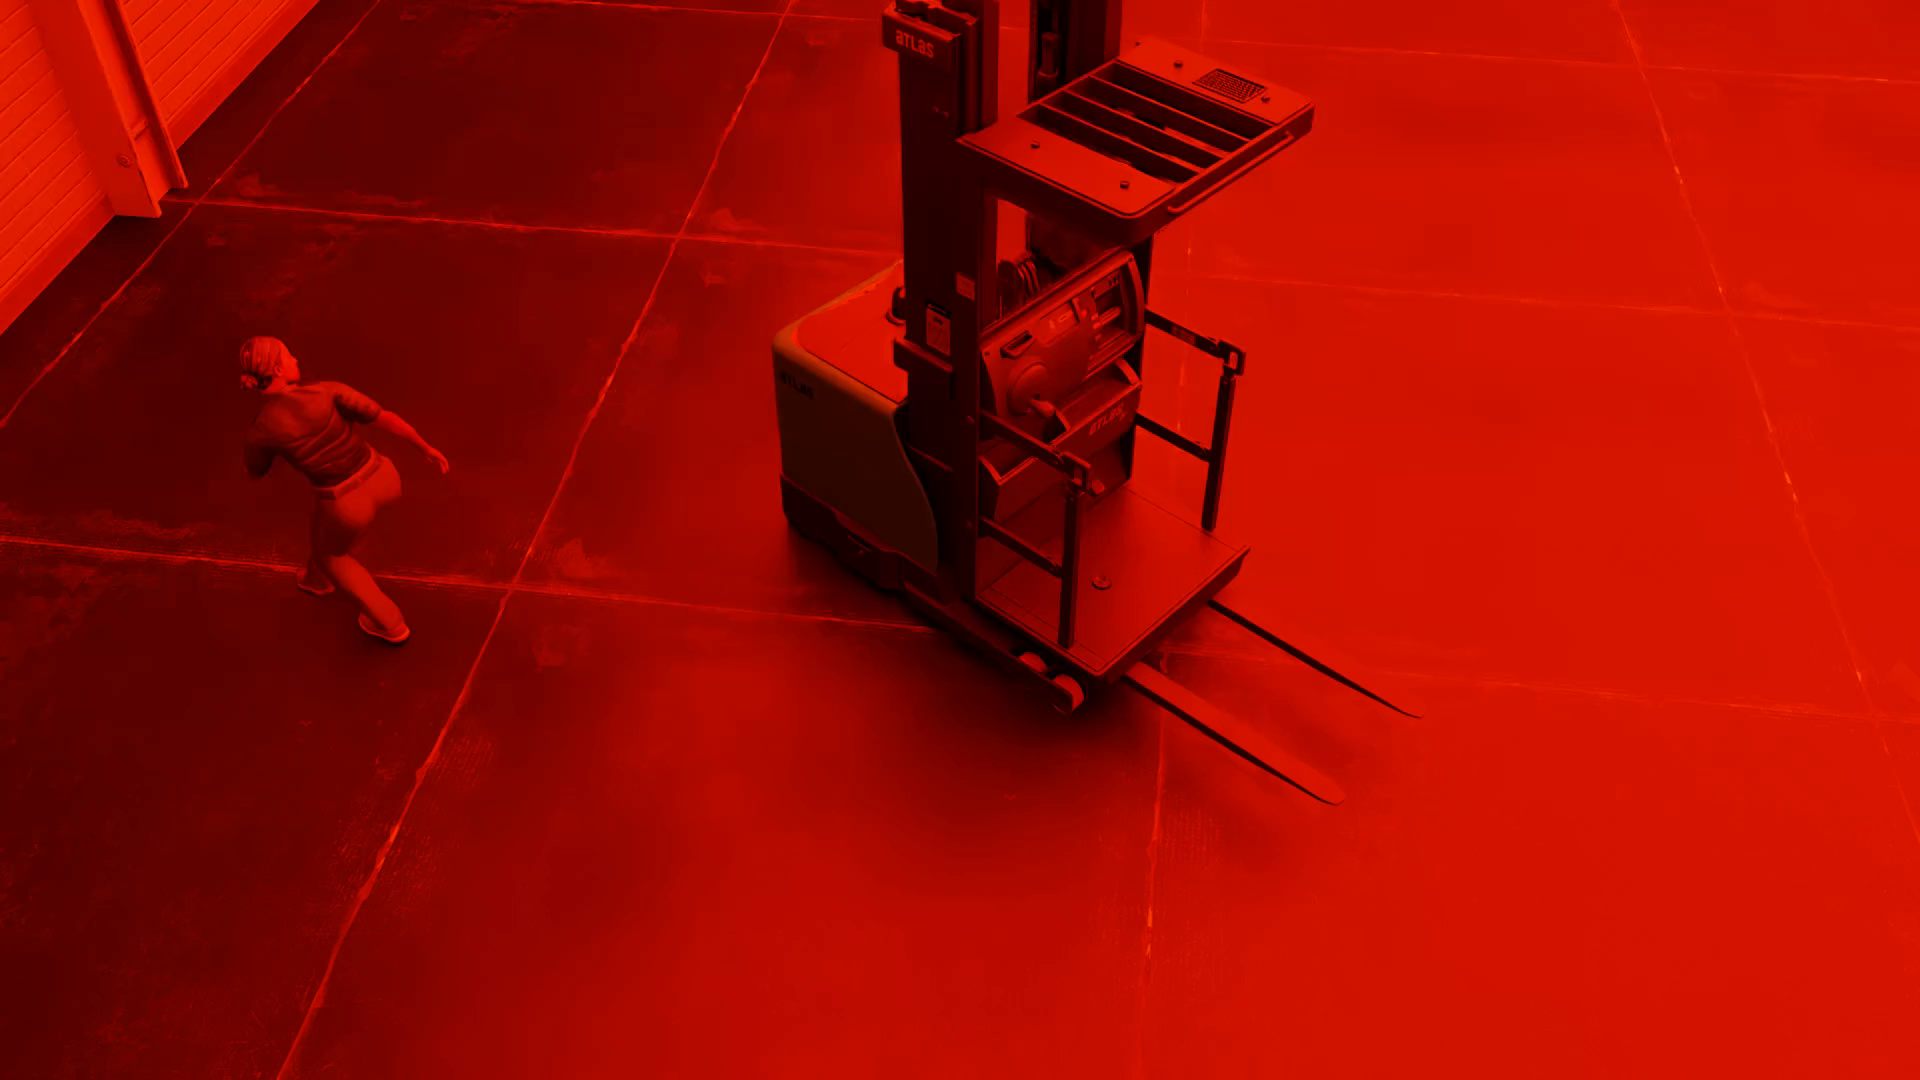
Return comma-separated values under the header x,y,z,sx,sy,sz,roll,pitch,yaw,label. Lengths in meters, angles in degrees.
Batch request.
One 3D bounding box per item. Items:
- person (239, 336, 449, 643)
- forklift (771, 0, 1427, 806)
x,y,z,sx,sy,sz,roll,pitch,yaw,label
-2.677,-0.301,7.125,0.744,1.501,0.688,31,51,29,person
0.576,-0.747,6.537,3.031,2.935,1.130,32,51,30,forklift
